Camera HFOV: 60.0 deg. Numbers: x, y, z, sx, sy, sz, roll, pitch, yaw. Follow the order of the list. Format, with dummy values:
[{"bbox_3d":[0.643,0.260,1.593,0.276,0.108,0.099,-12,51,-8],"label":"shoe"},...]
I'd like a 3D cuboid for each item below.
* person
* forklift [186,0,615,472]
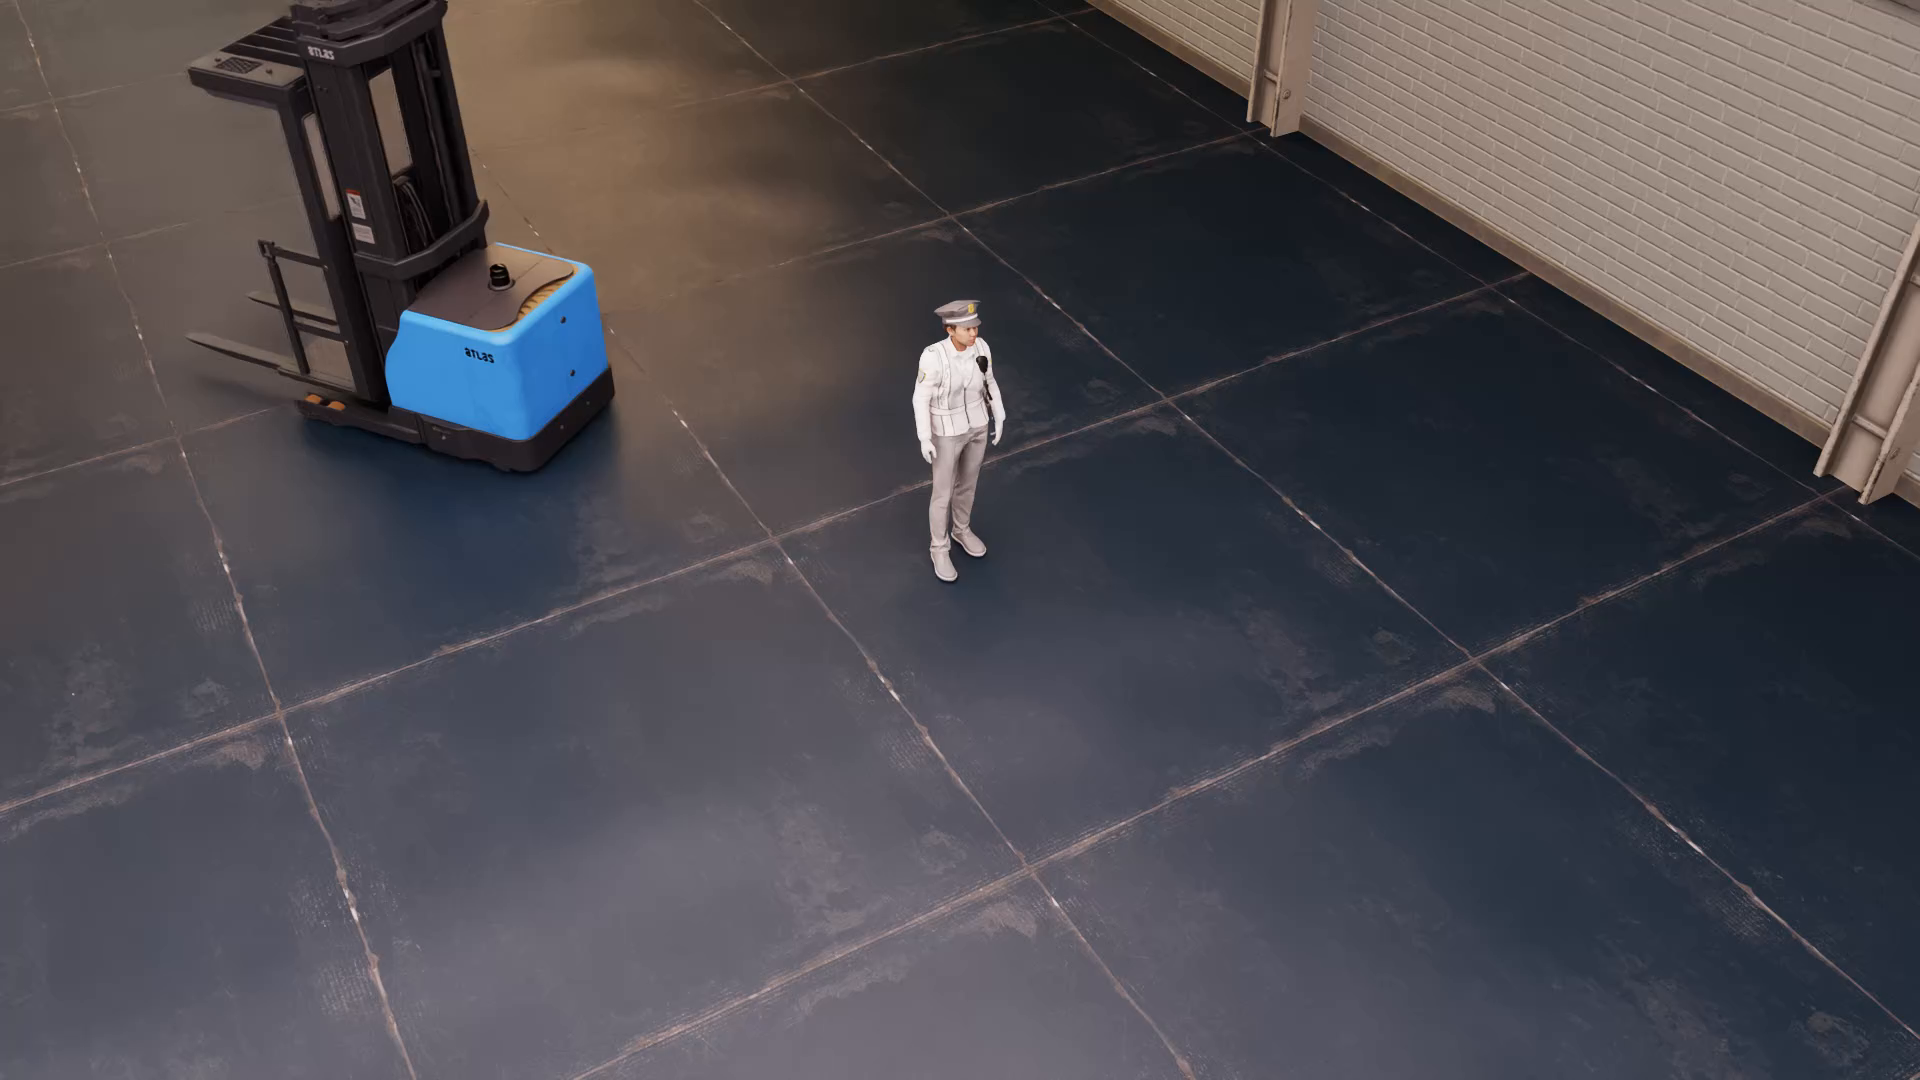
[{"bbox_3d":[0.029,-0.617,9.739,0.588,1.693,0.531,-20,44,-23],"label":"person"},{"bbox_3d":[-3.933,-2.190,10.677,3.031,2.935,1.130,16,42,18],"label":"forklift"}]
